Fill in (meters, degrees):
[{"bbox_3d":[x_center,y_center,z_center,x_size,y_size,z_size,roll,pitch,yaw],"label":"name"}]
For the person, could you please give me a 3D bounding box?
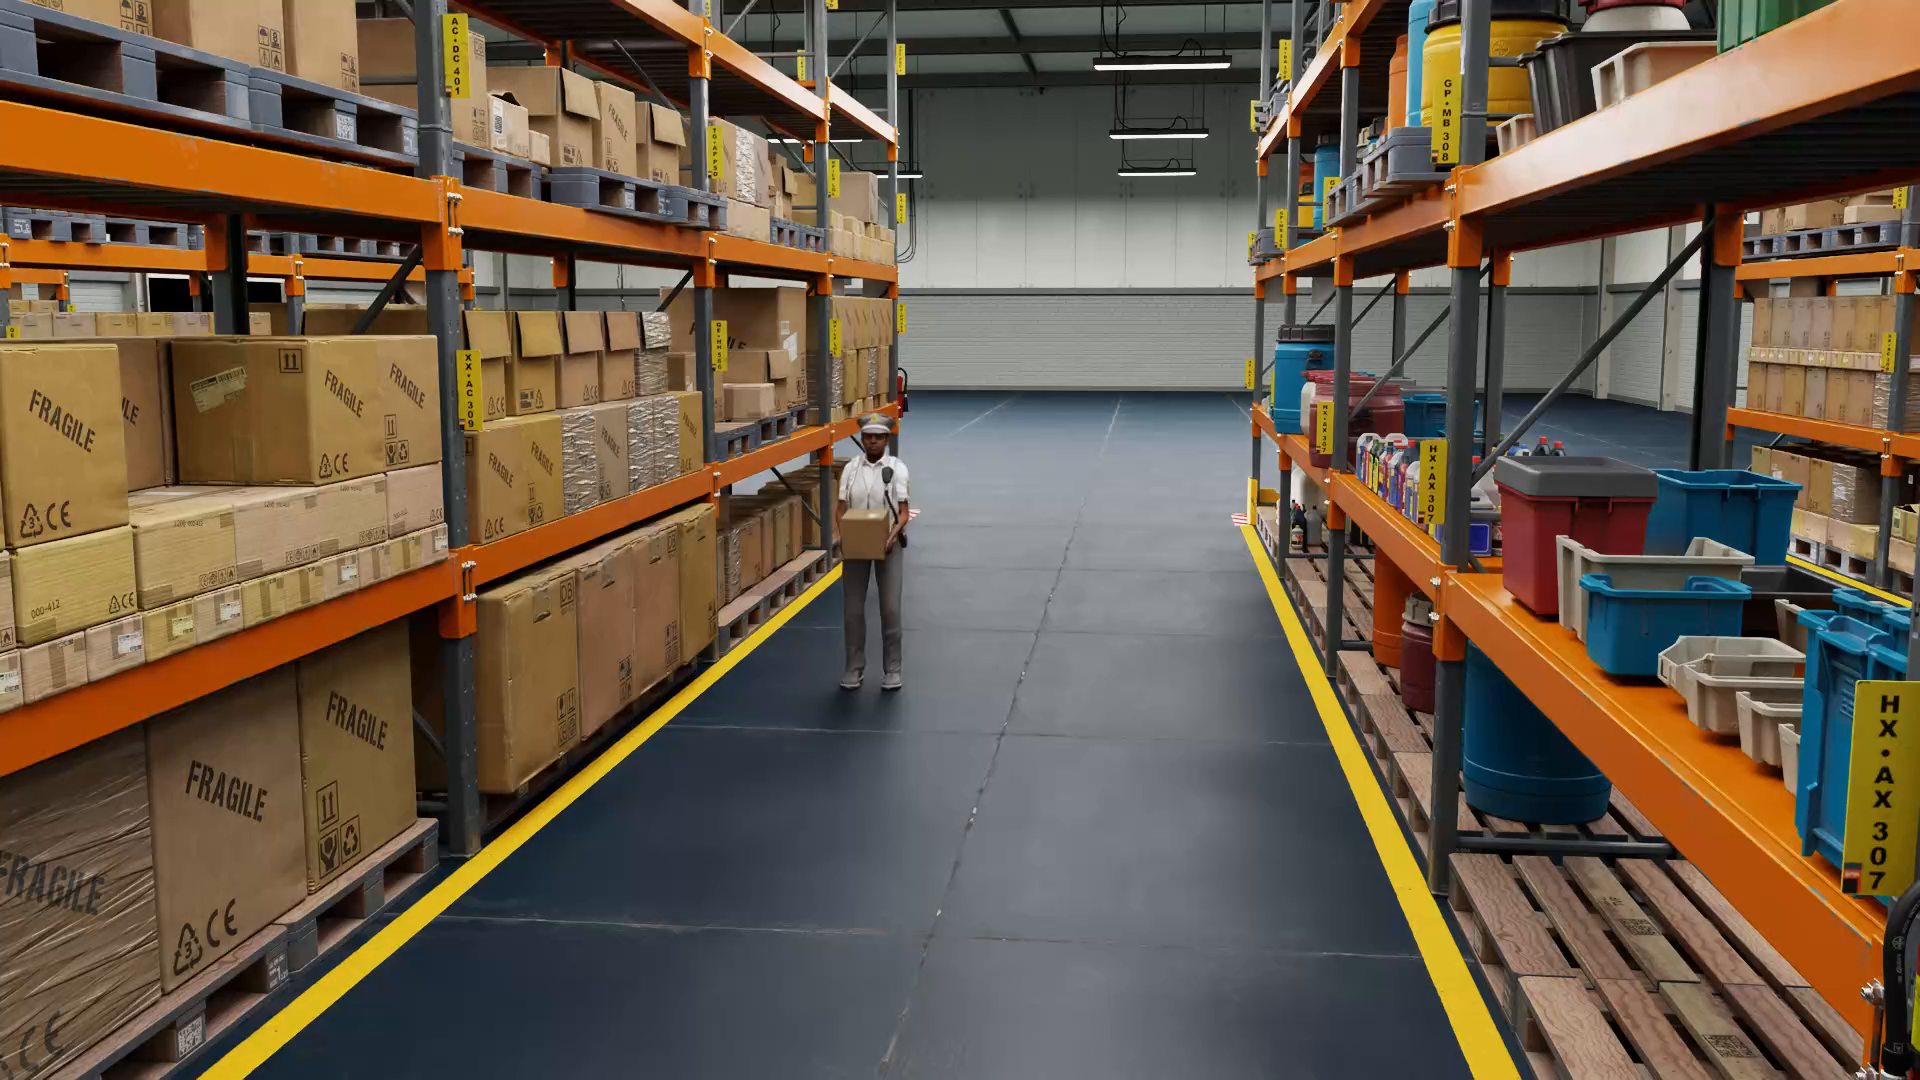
[{"bbox_3d":[-0.541,0.069,10.168,0.464,1.692,0.508,1,8,6],"label":"person"}]
